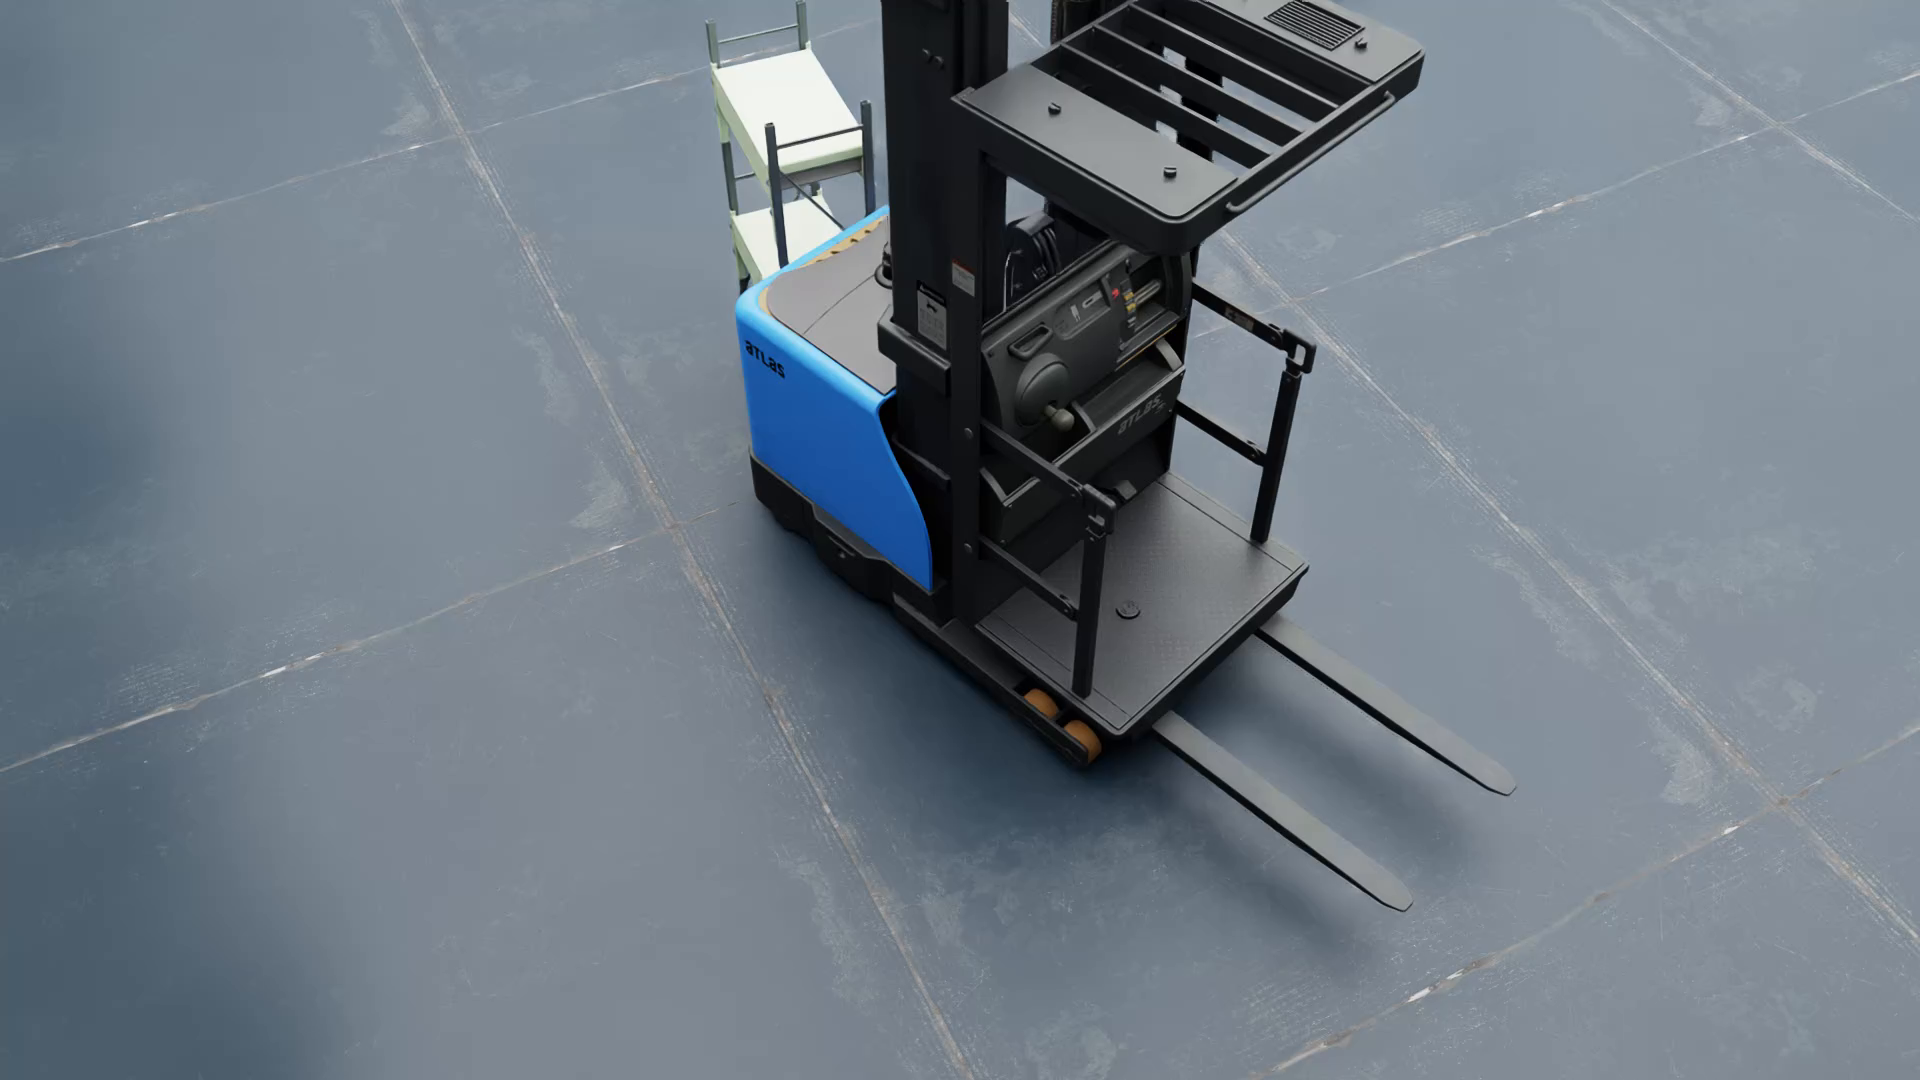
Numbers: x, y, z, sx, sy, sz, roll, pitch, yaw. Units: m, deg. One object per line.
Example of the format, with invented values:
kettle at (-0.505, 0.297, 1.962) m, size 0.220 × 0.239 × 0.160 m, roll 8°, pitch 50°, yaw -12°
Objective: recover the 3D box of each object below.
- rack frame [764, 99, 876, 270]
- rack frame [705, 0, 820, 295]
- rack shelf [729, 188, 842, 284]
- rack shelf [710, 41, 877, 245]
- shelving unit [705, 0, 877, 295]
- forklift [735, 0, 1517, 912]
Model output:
rack frame at (-0.513, -1.047, 6.562) m, size 0.400 × 1.500 × 0.023 m, roll -17°, pitch 51°, yaw -15°
rack frame at (-0.792, -1.556, 7.007) m, size 0.400 × 1.500 × 0.023 m, roll -17°, pitch 51°, yaw -15°
rack shelf at (-0.652, -1.087, 7.030) m, size 0.431 × 0.370 × 0.720 m, roll -17°, pitch 51°, yaw -15°
rack shelf at (-0.652, -1.558, 6.491) m, size 0.431 × 0.370 × 0.720 m, roll -17°, pitch 51°, yaw -15°
shelving unit at (-0.652, -1.301, 6.784) m, size 0.431 × 1.500 × 0.755 m, roll -17°, pitch 51°, yaw -15°
forklift at (0.572, -0.608, 5.227) m, size 3.031 × 2.935 × 1.130 m, roll 36°, pitch 58°, yaw 27°
